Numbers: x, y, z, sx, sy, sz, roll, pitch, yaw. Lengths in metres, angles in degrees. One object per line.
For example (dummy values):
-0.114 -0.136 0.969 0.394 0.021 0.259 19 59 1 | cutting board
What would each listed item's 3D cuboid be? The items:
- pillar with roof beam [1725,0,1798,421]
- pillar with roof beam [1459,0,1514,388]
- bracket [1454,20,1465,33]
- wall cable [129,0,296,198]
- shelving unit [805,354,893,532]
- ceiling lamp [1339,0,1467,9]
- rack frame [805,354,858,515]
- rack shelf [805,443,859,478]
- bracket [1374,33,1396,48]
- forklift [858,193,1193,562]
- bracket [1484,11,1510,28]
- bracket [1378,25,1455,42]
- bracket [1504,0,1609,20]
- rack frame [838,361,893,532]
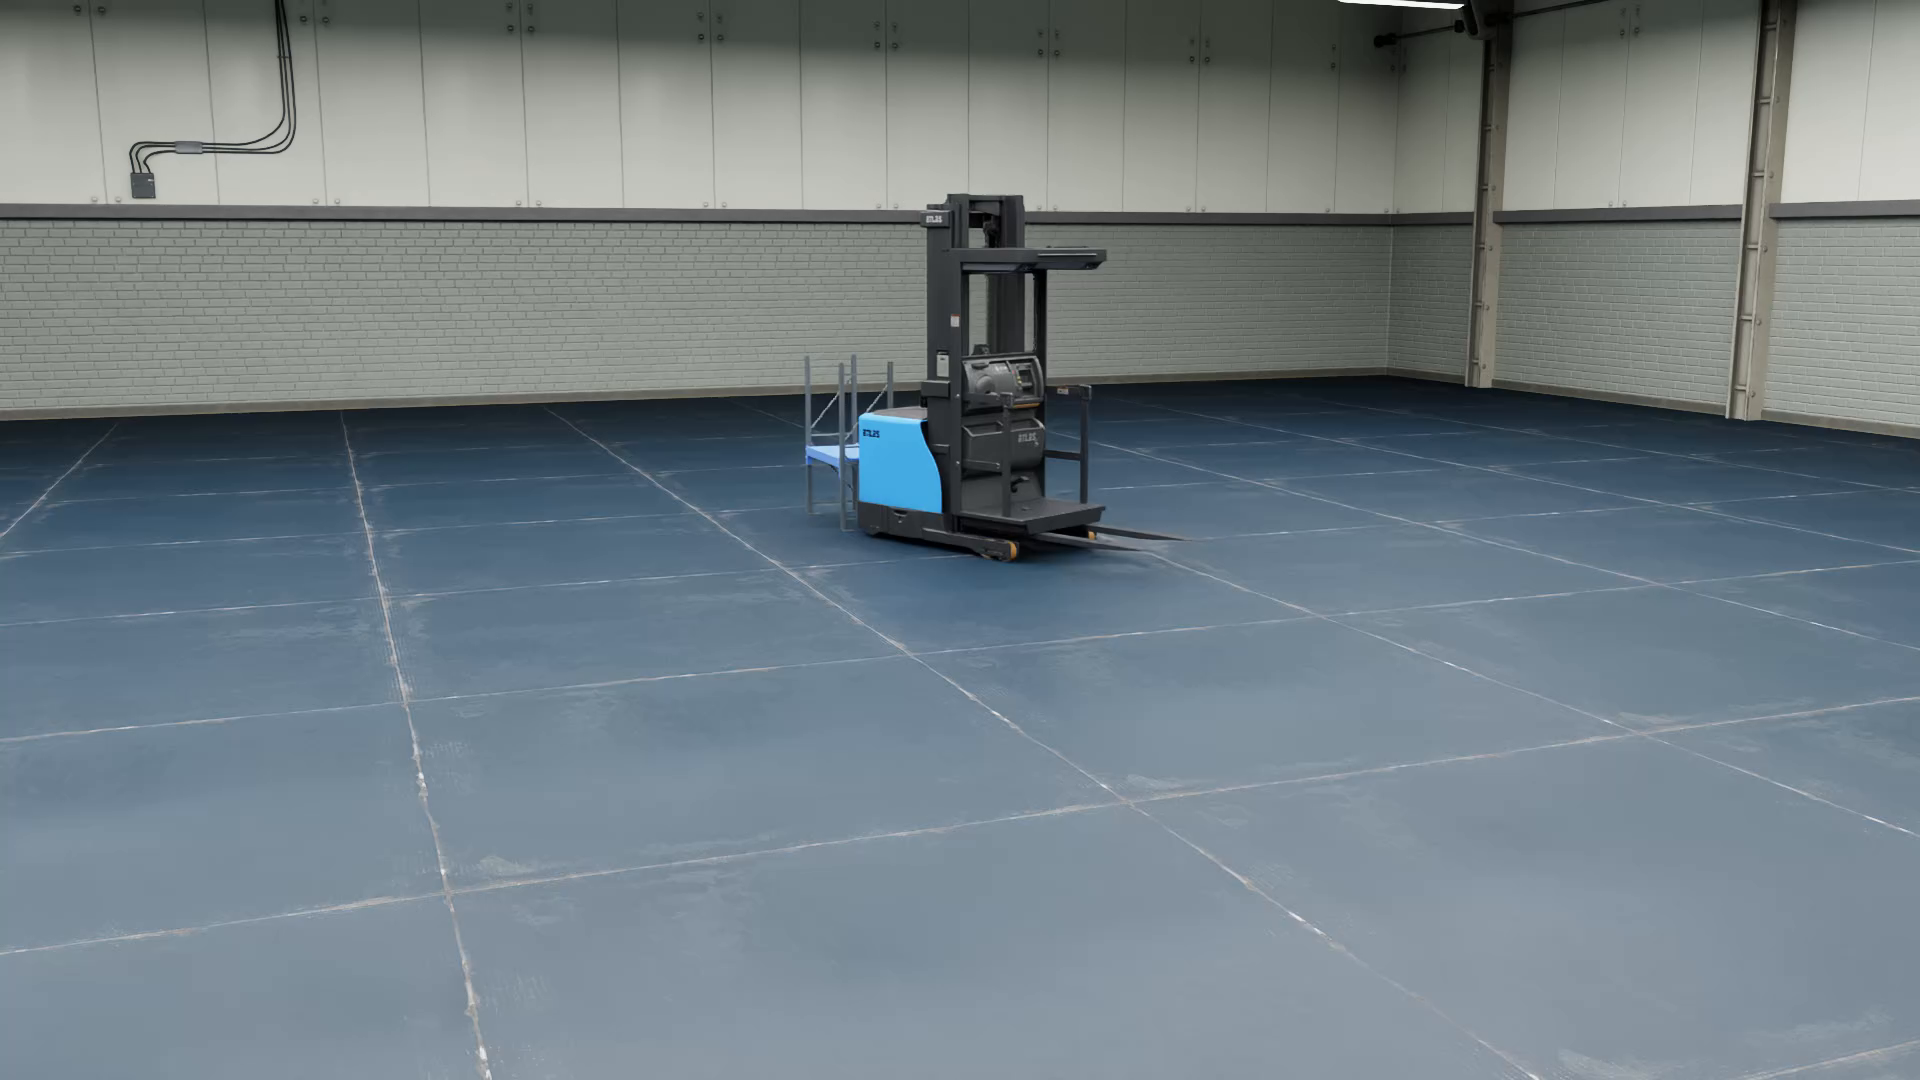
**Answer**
7.498 -5.936 22.099 9.100 9.000 0.400 -4 11 -21 | pillar with roof beam
5.324 -6.916 27.604 9.100 9.000 0.548 -4 11 -21 | pillar with roof beam
8.855 -9.006 29.079 0.235 0.232 0.430 -4 11 -21 | bracket
-11.004 -8.029 24.152 2.305 6.003 0.169 -4 11 -21 | wall cable
-1.023 -0.914 15.277 0.538 1.500 1.048 -4 11 -22 | shelving unit
6.113 -9.117 23.314 2.000 3.185 0.800 -4 11 -21 | ceiling lamp
-1.215 -0.997 15.740 0.500 1.500 0.032 -4 11 -22 | rack frame
-1.023 -0.737 15.308 0.538 0.185 1.000 -4 11 -22 | rack shelf
7.996 -9.393 31.254 0.235 0.232 0.430 -4 11 -21 | bracket
0.519 -1.370 13.753 3.031 2.935 1.130 9 14 43 | forklift
9.156 -8.871 28.318 0.235 0.232 0.430 -4 11 -21 | bracket
8.210 -9.297 30.712 0.076 0.066 3.189 -4 11 -21 | bracket
10.089 -8.450 25.953 0.076 0.066 4.783 -4 11 -21 | bracket
-0.831 -0.832 14.813 0.500 1.500 0.032 -4 11 -22 | rack frame
